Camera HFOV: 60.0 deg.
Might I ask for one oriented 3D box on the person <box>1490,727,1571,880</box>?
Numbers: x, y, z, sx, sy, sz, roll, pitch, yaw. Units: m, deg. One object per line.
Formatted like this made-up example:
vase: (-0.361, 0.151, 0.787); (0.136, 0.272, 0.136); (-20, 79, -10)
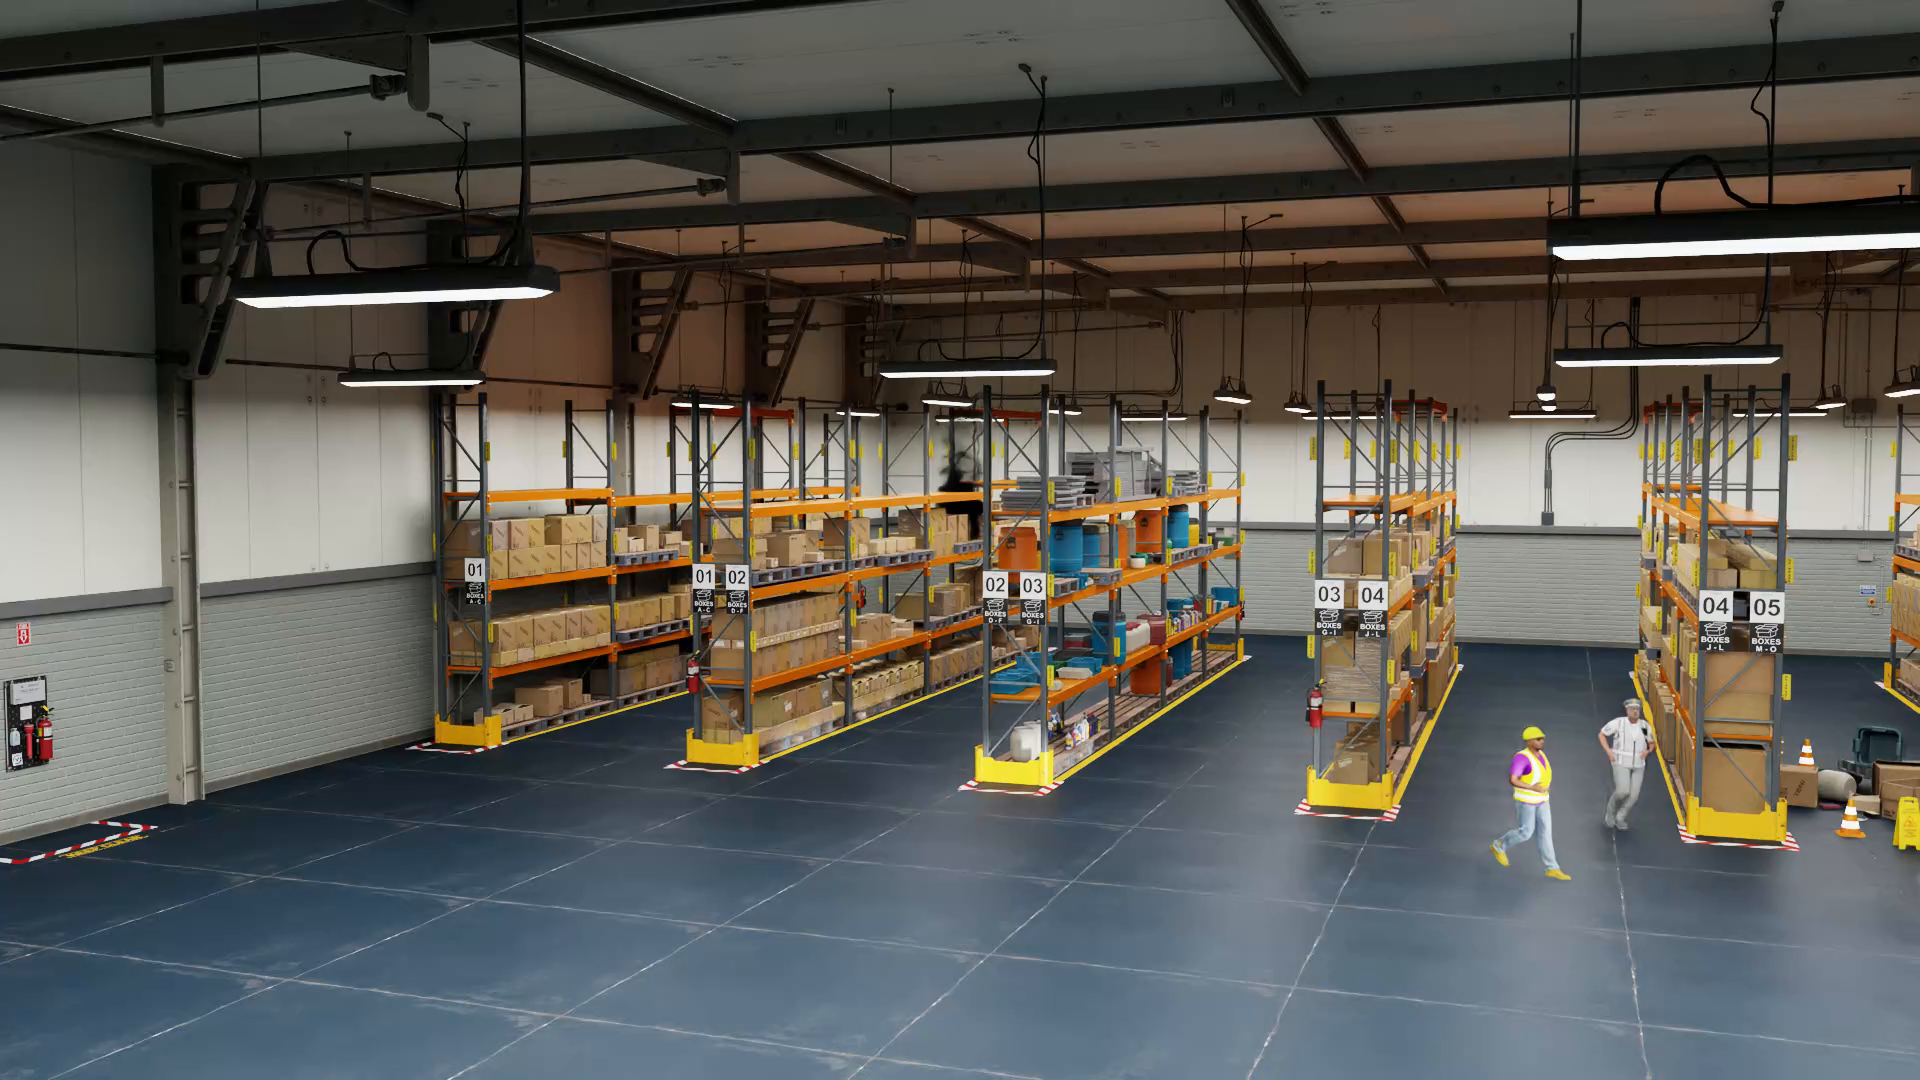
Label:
person: (6.697, 3.058, 19.497); (0.695, 1.743, 1.016); (-2, 4, -36)

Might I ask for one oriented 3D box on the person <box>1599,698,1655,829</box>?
person: (8.852, 2.955, 21.968); (0.699, 1.745, 0.544); (0, 3, 2)
